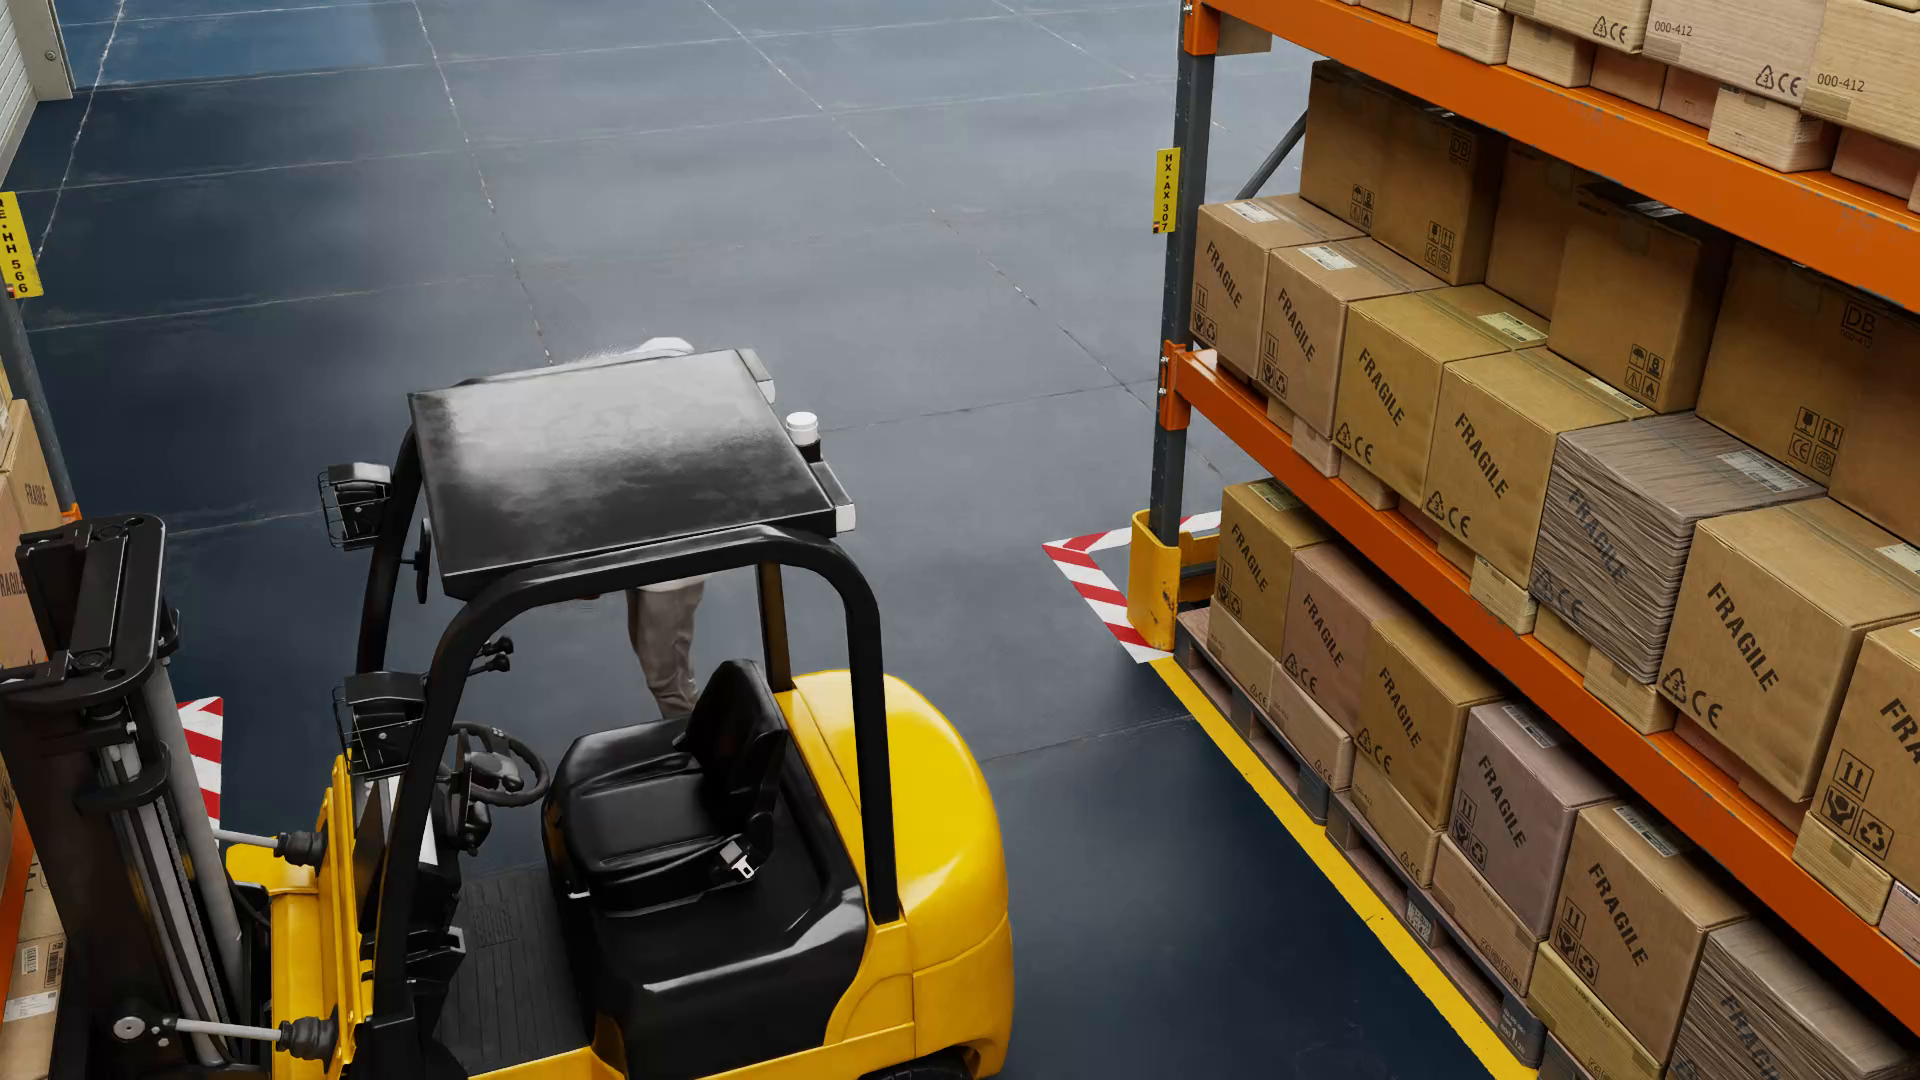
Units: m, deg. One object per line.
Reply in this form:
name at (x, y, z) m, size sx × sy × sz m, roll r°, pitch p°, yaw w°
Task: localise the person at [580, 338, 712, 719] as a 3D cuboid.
person at (-1.144, 0.121, 5.901) m, size 0.577 × 1.758 × 0.502 m, roll -10°, pitch 31°, yaw -17°
